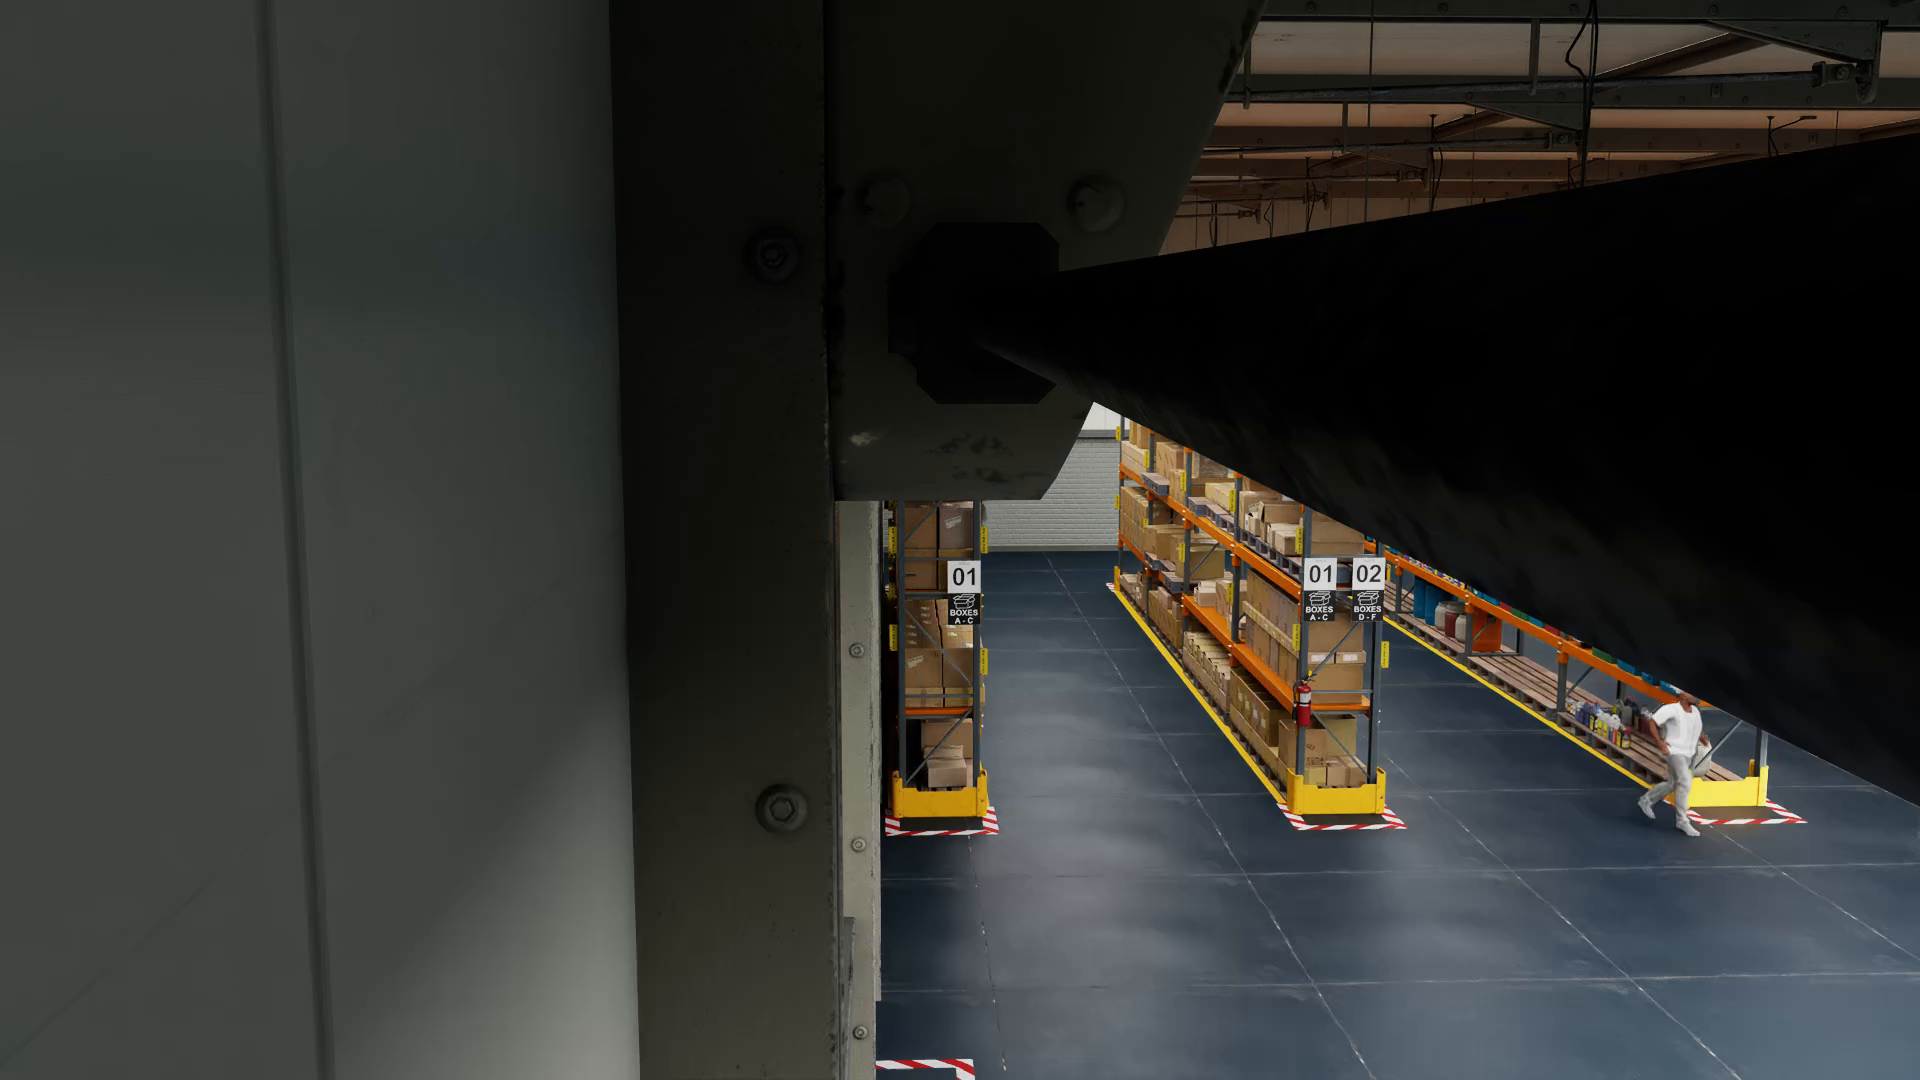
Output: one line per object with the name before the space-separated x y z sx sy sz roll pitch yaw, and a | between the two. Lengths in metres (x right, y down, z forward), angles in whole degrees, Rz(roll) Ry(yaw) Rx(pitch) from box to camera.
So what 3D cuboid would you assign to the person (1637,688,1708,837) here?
person | 8.687 2.586 20.084 0.716 1.763 0.855 -6 10 -36
